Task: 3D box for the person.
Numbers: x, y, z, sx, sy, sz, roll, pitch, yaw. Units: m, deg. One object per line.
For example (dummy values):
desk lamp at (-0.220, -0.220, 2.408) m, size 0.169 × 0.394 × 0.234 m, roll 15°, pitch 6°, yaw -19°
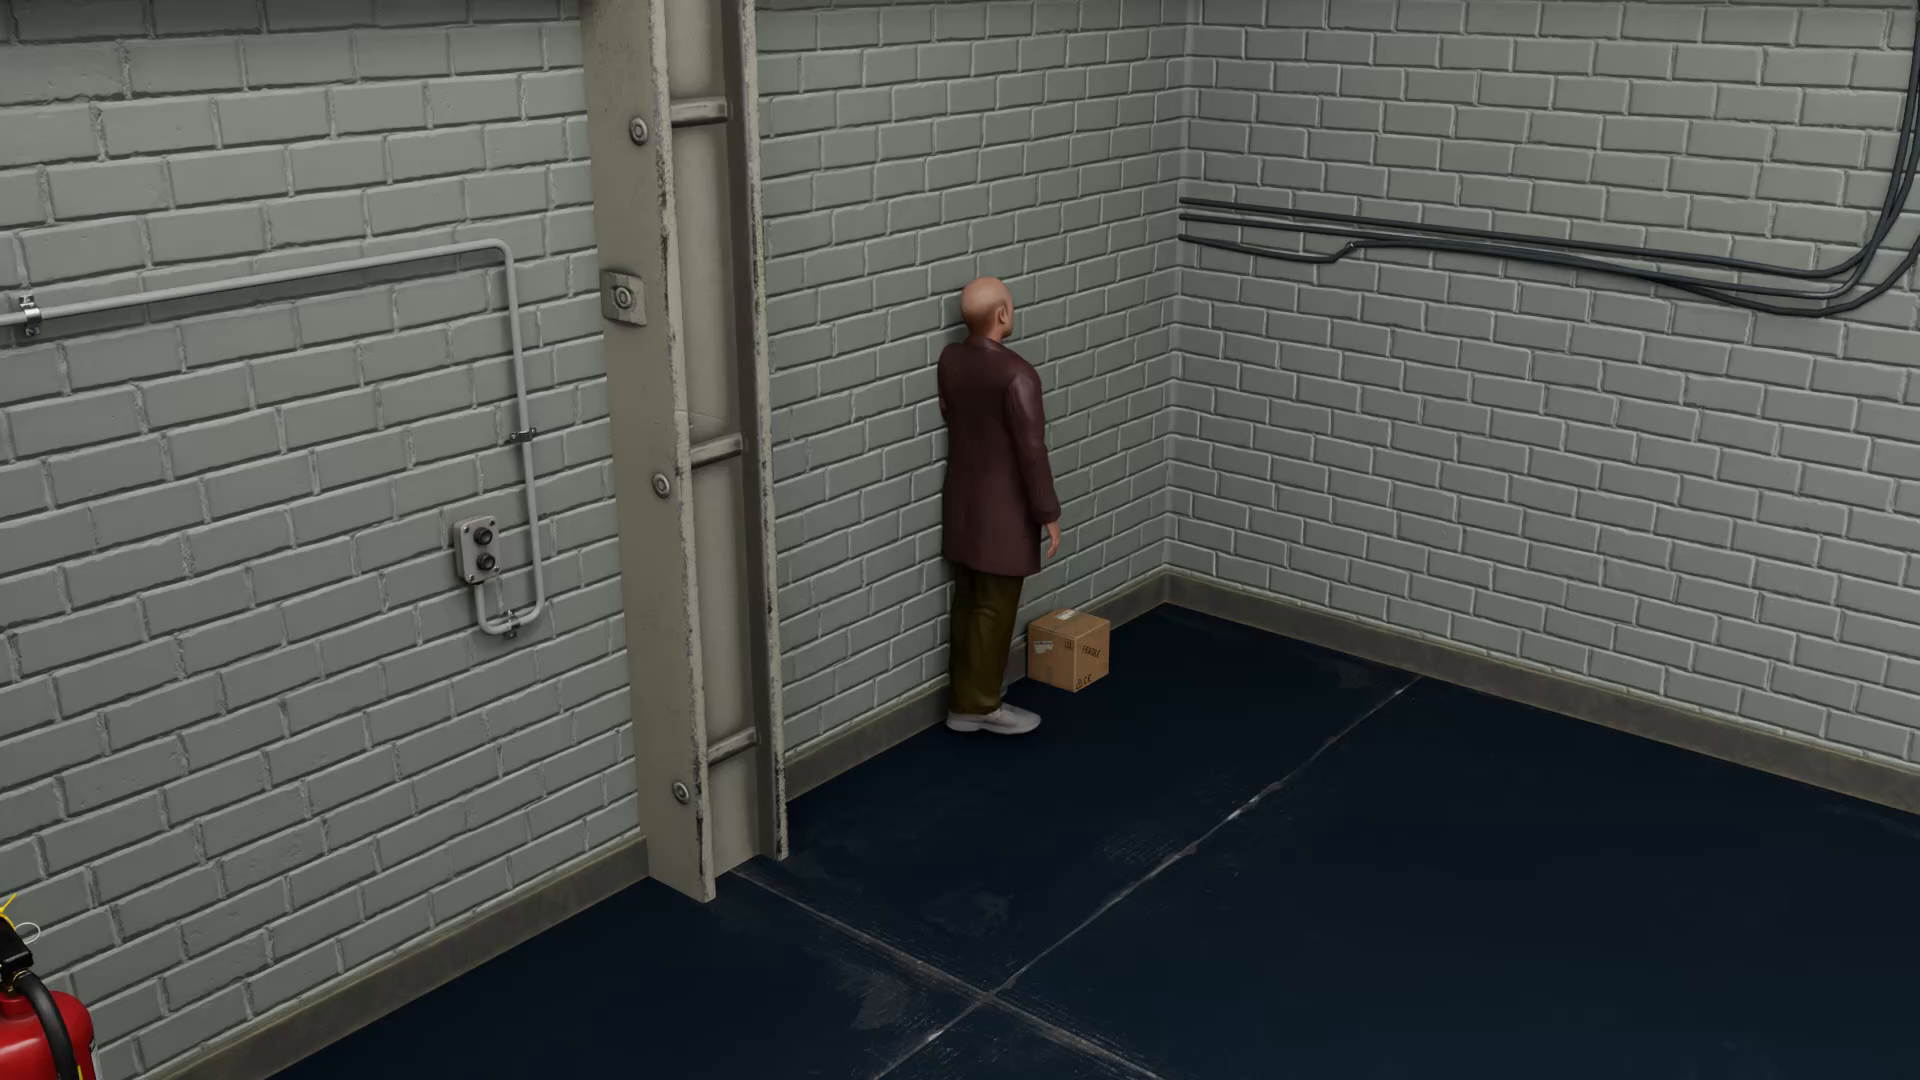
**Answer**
person at (0.121, -0.126, 6.393) m, size 0.450 × 1.778 × 0.647 m, roll -18°, pitch 26°, yaw -40°
